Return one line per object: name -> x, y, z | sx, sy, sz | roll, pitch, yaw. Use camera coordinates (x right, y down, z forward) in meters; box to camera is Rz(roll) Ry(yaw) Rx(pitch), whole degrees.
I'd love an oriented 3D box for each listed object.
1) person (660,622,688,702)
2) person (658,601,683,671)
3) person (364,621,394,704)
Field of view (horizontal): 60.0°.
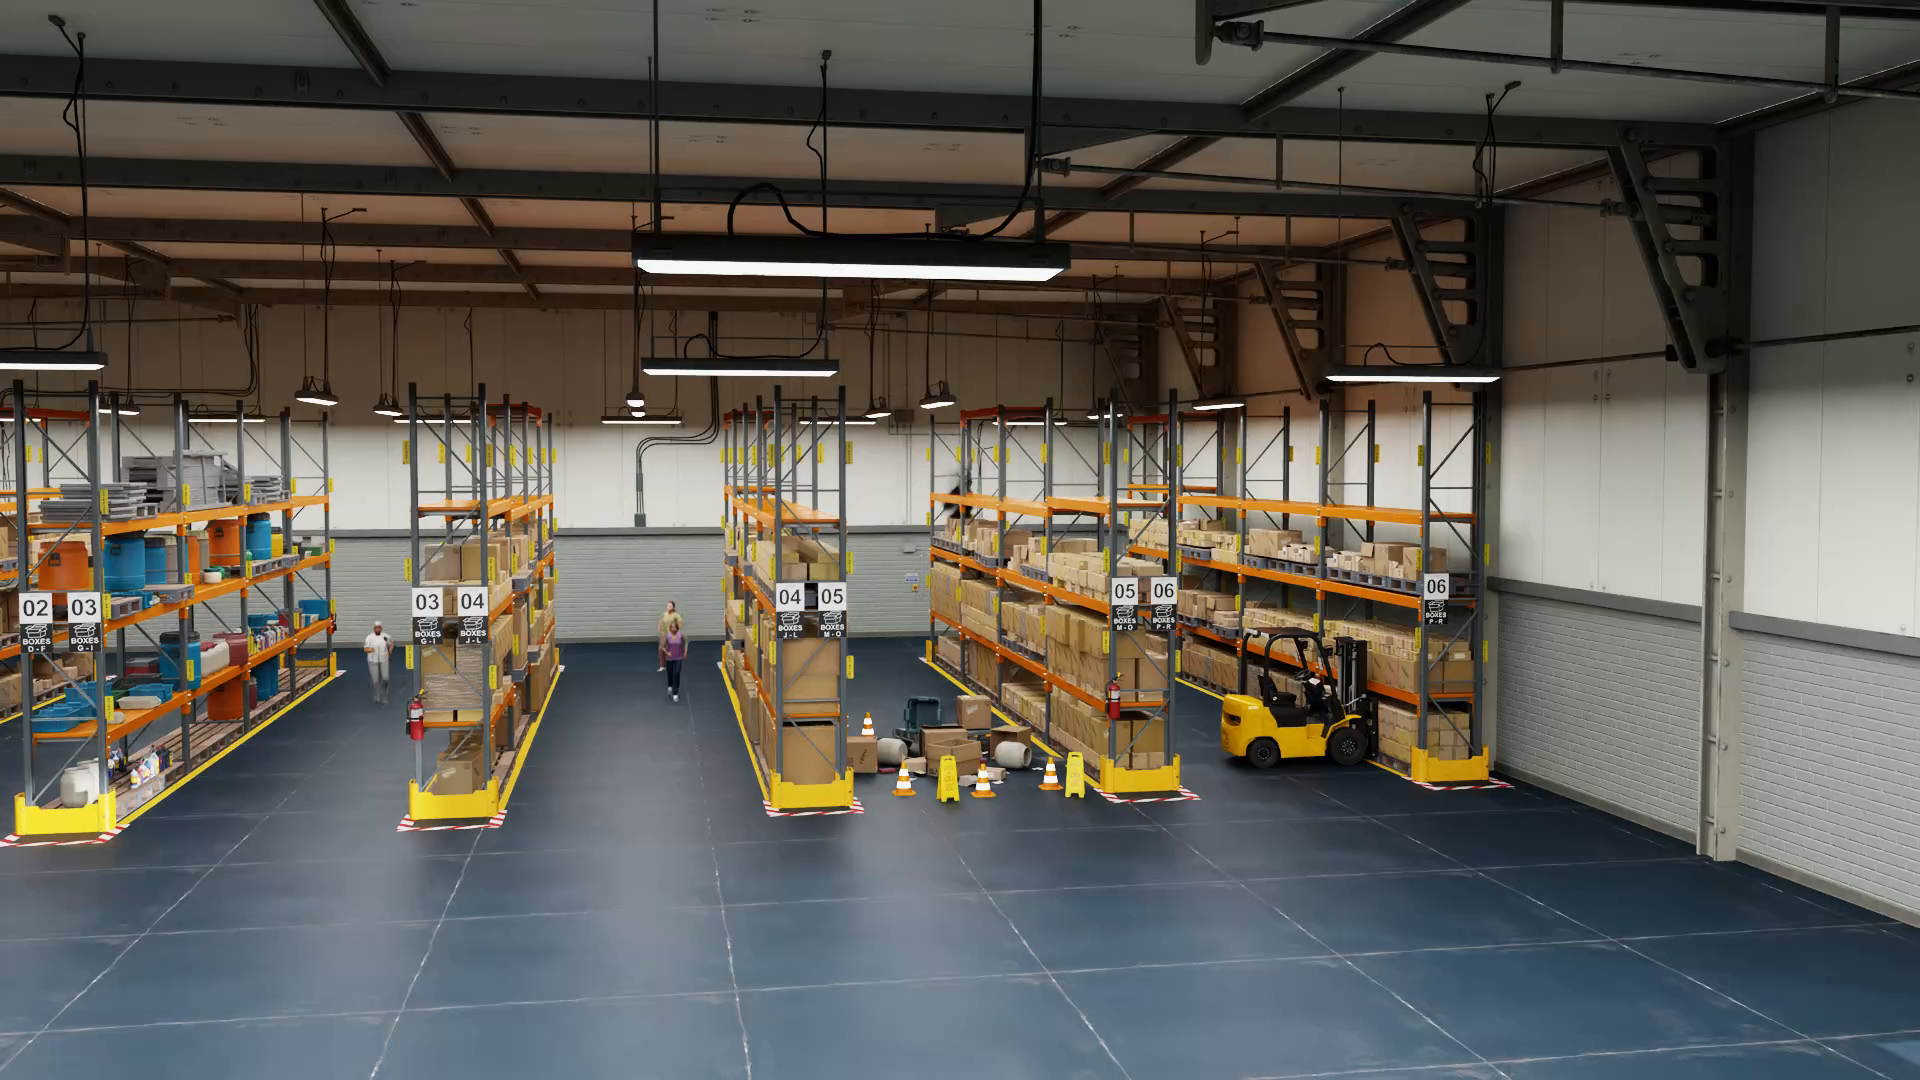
person -> -5.872, 2.492, 34.207 | 0.567, 1.583, 0.744 | -1, 3, -11
person -> -6.760, 2.238, 38.855 | 0.616, 1.626, 0.663 | 1, 3, 20
person -> -11.706, 2.487, 33.518 | 0.585, 1.688, 0.644 | -1, 3, -20
